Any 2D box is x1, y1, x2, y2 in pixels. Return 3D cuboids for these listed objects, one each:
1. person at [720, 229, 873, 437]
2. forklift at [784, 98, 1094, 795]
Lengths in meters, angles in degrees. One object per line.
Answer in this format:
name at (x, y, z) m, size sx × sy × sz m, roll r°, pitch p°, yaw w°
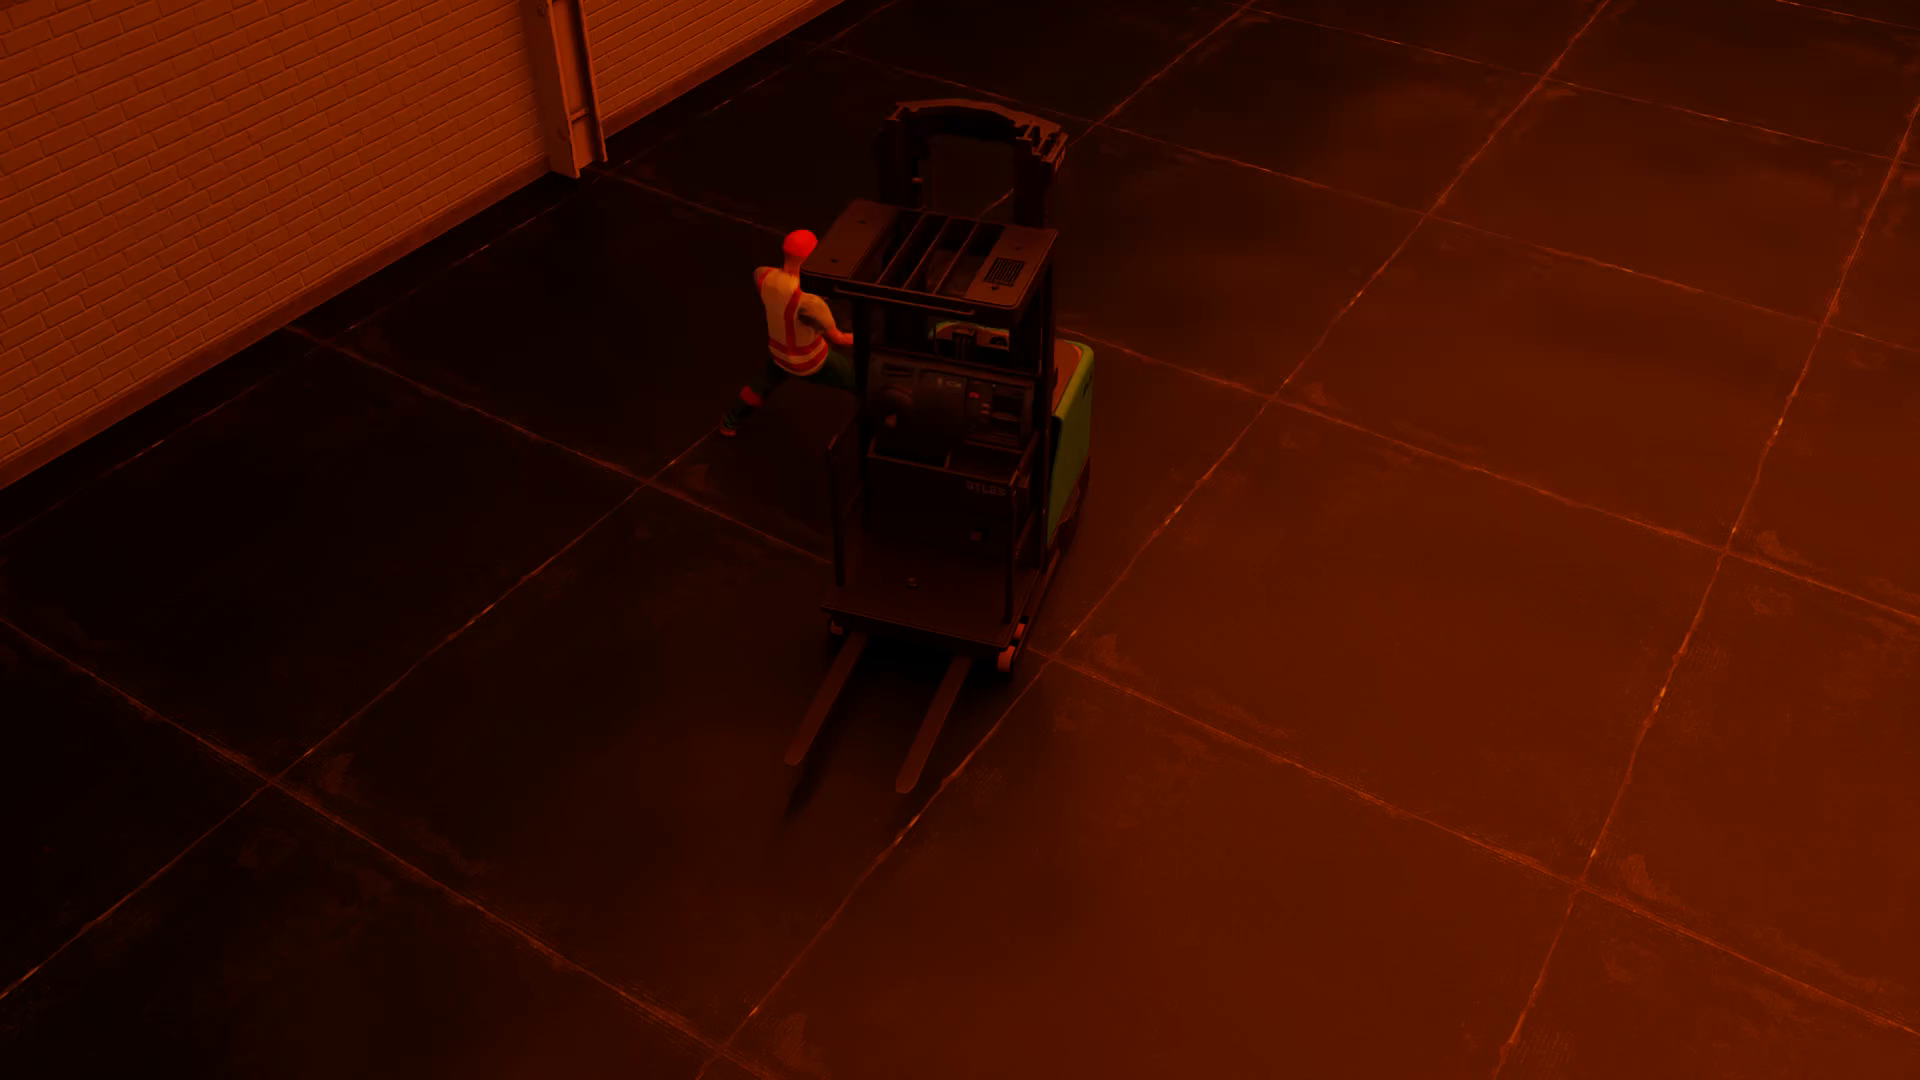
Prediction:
person at (-0.939, -1.295, 10.545) m, size 1.018 × 1.586 × 1.129 m, roll -32°, pitch 50°, yaw -32°
forklift at (-0.120, -0.662, 8.748) m, size 1.130 × 2.935 × 3.031 m, roll 12°, pitch 42°, yaw 14°
